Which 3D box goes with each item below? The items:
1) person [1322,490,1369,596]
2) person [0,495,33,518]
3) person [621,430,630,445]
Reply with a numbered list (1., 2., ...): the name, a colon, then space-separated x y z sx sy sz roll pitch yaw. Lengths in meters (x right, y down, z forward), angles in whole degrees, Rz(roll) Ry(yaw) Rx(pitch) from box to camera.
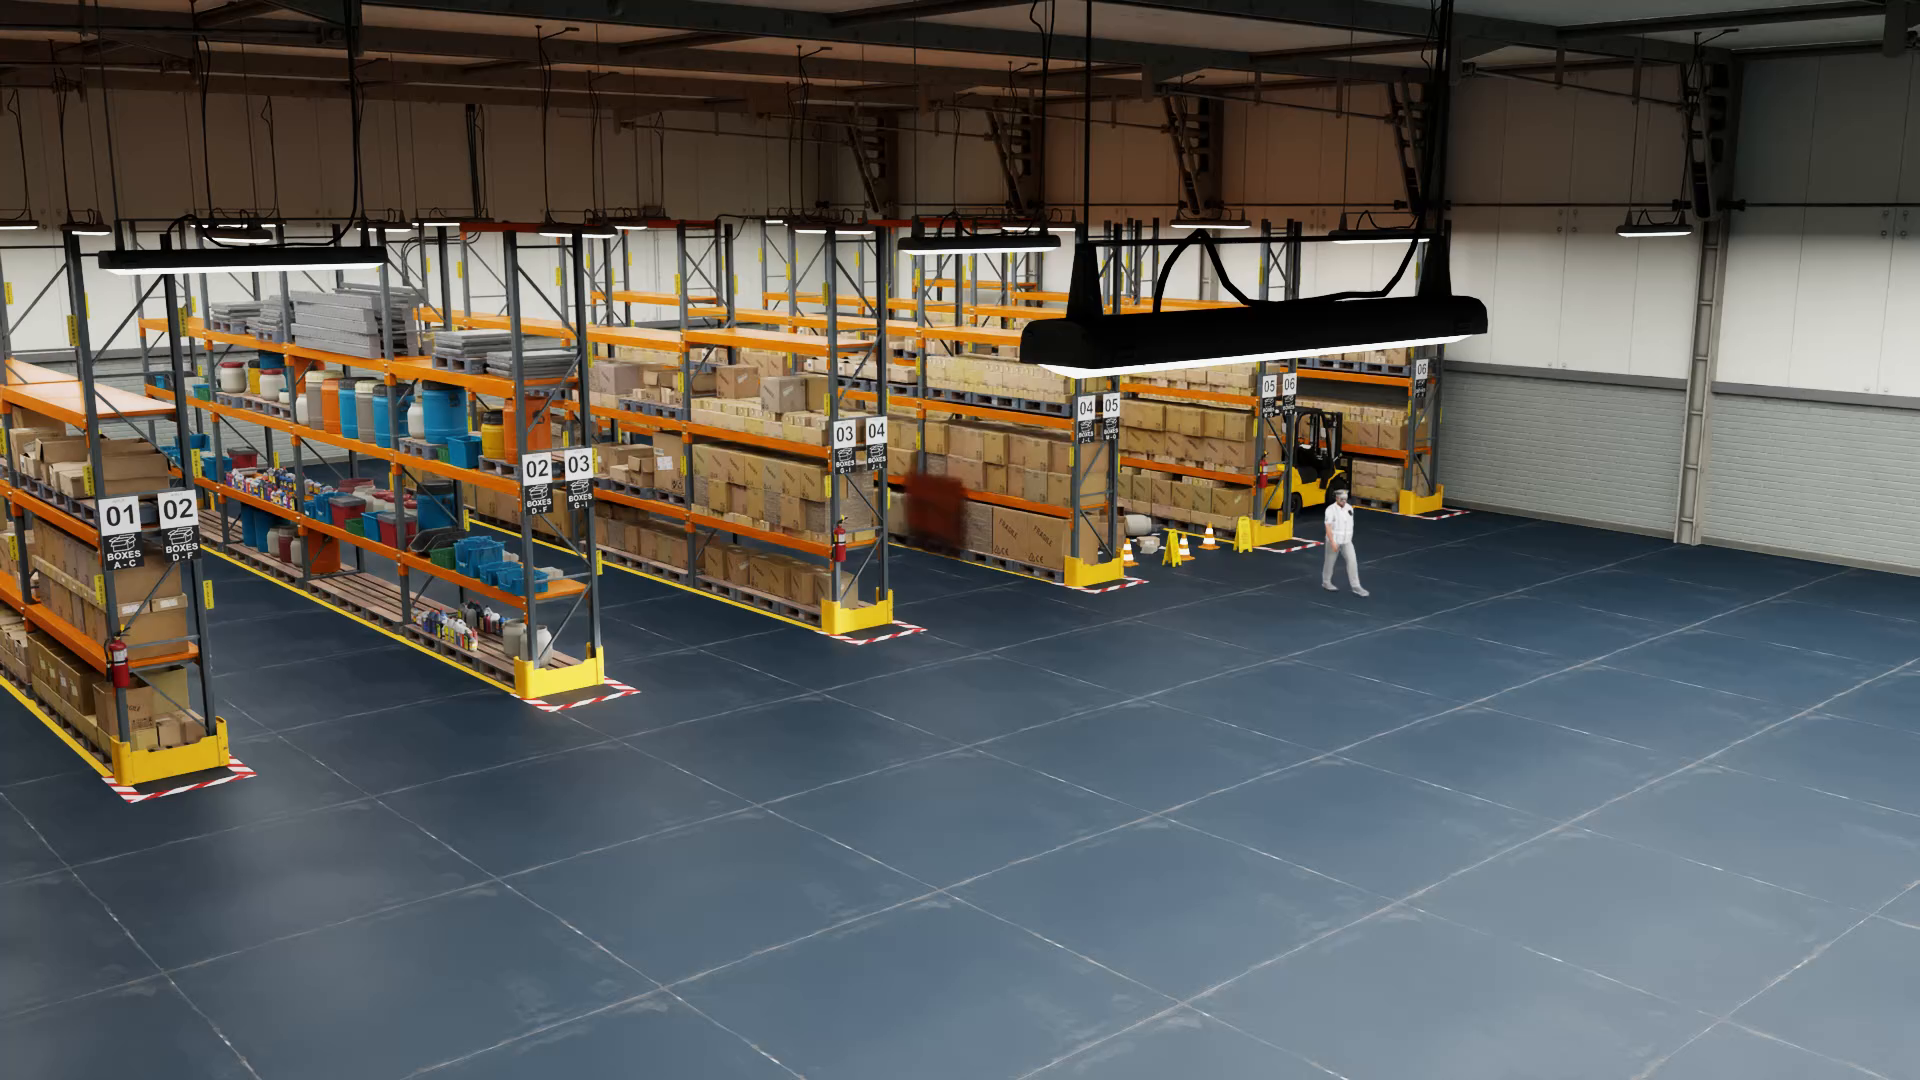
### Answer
1. person: 6.292 0.024 27.296 0.597 1.710 0.924 -3 12 -14
2. person: -19.393 -1.202 33.705 1.013 1.613 0.452 -3 12 -17
3. person: -8.482 -3.020 42.412 0.587 1.726 0.982 -11 16 -44
